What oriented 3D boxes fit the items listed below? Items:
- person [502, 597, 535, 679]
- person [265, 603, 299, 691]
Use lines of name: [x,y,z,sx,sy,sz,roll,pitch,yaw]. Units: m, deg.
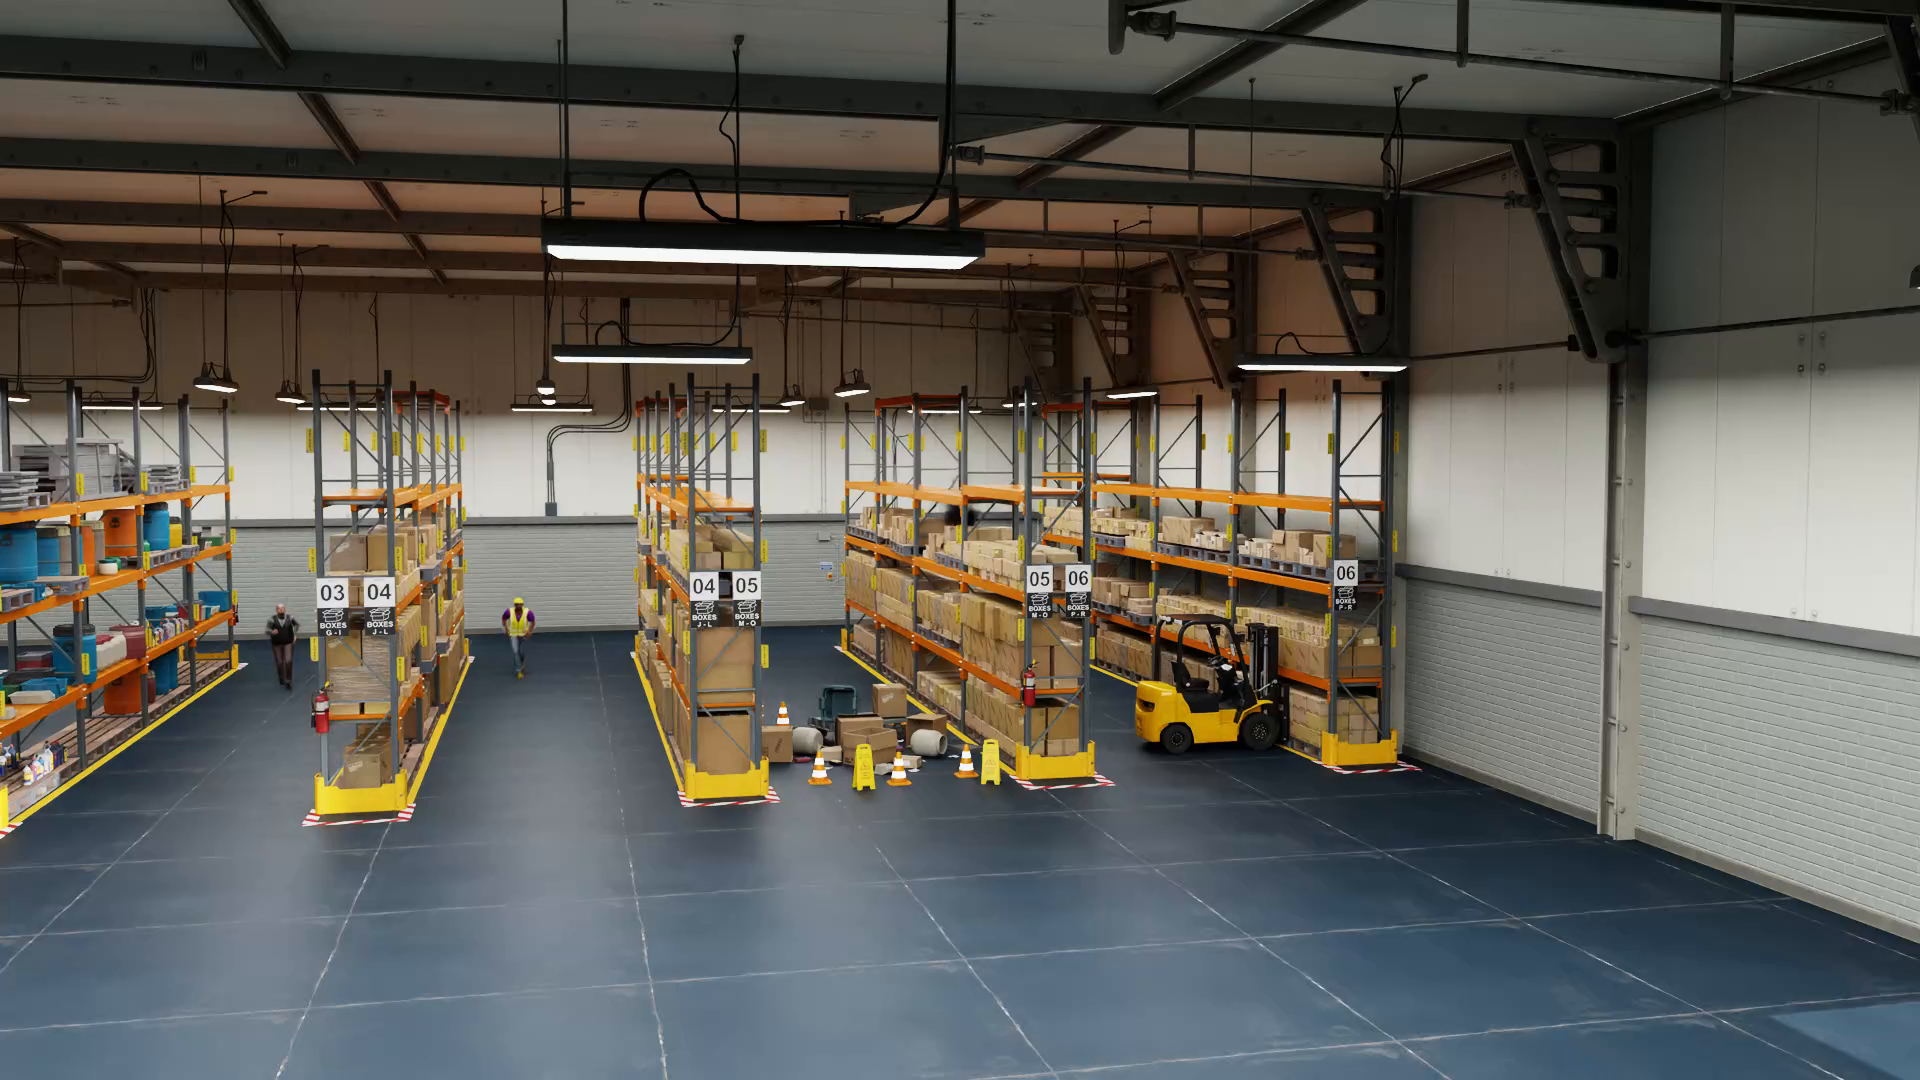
person: [-9.519,2.073,35.875,0.700,1.739,0.984,-1,3,-11]
person: [-13.861,2.184,34.006,0.643,1.781,0.804,-1,3,-19]
